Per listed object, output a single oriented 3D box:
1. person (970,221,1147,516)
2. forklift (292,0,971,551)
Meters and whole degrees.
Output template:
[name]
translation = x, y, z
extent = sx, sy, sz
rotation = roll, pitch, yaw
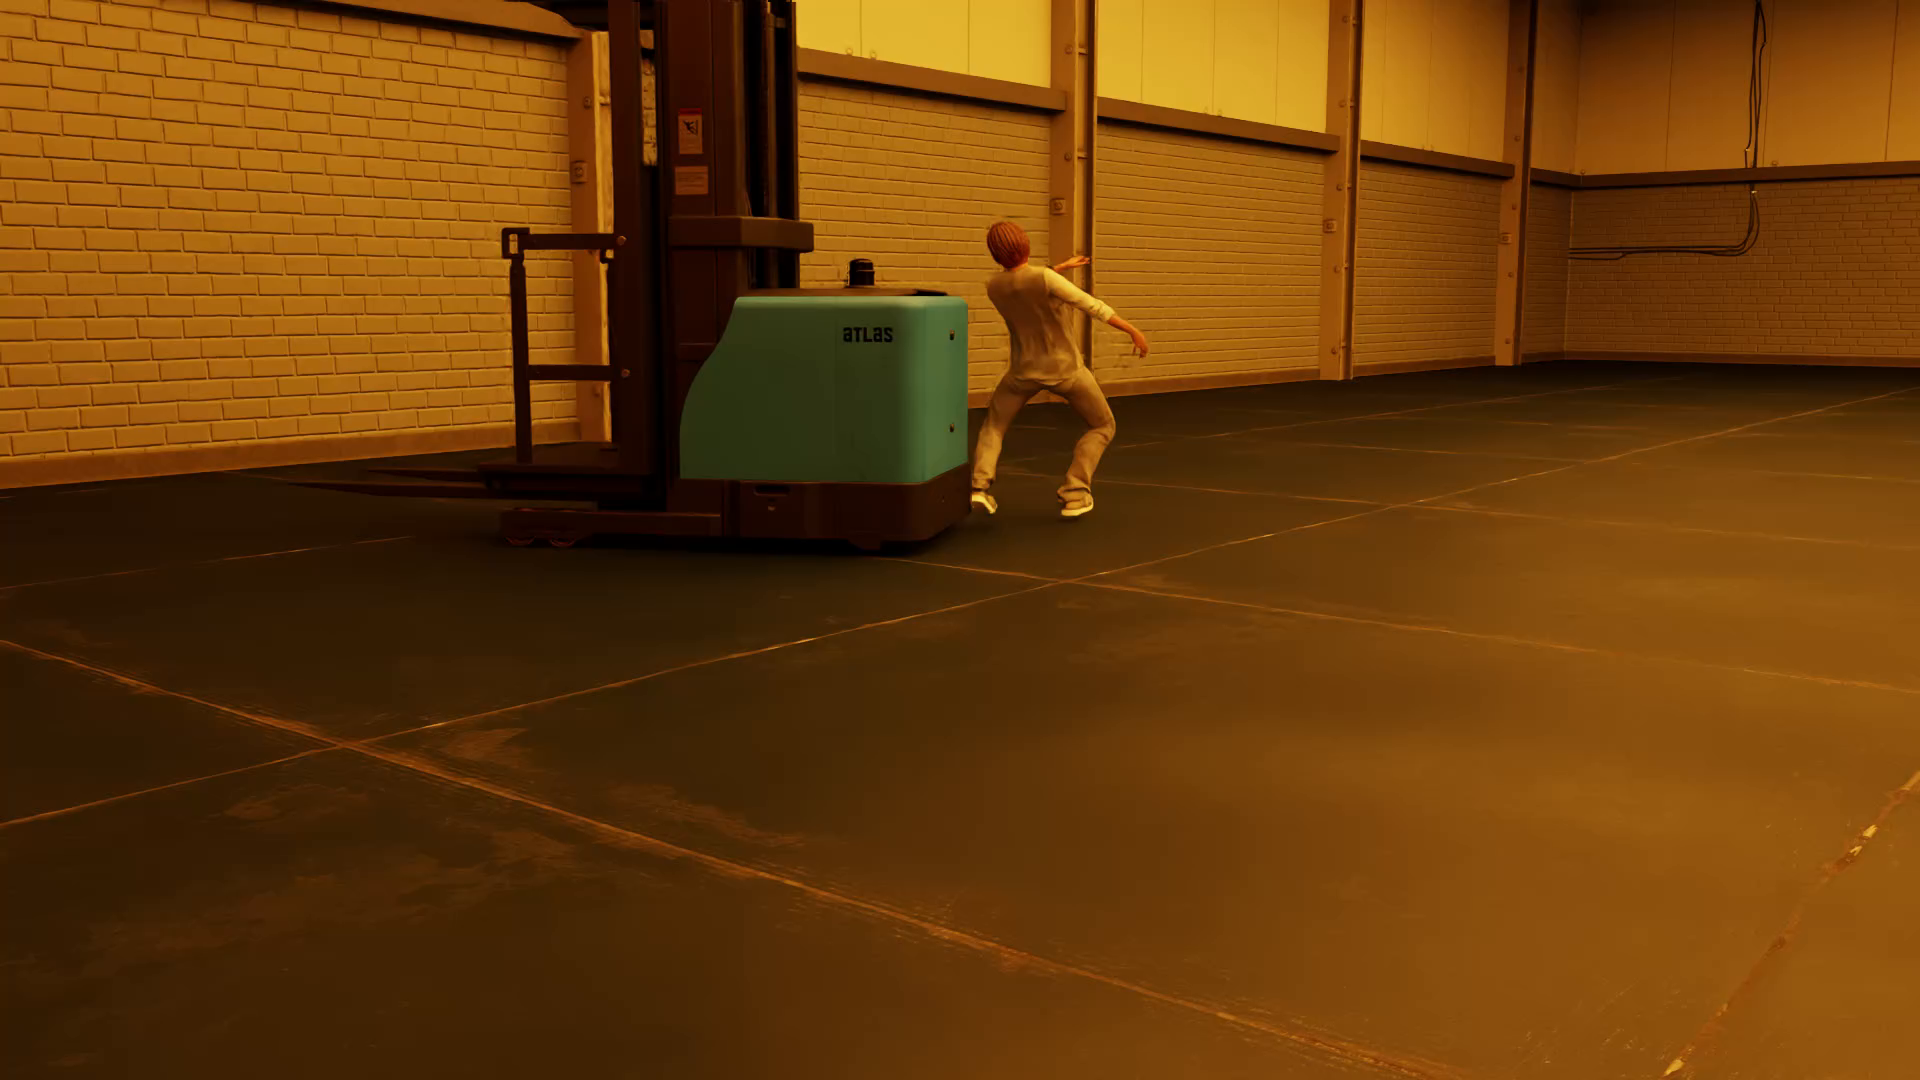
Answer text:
[person]
translation = 0.477, -0.807, 7.911
extent = 0.807, 1.388, 0.749
rotation = 2, 9, 15
[forklift]
translation = -1.521, -1.490, 7.464
extent = 3.031, 2.935, 1.130
rotation = 2, 9, 12
